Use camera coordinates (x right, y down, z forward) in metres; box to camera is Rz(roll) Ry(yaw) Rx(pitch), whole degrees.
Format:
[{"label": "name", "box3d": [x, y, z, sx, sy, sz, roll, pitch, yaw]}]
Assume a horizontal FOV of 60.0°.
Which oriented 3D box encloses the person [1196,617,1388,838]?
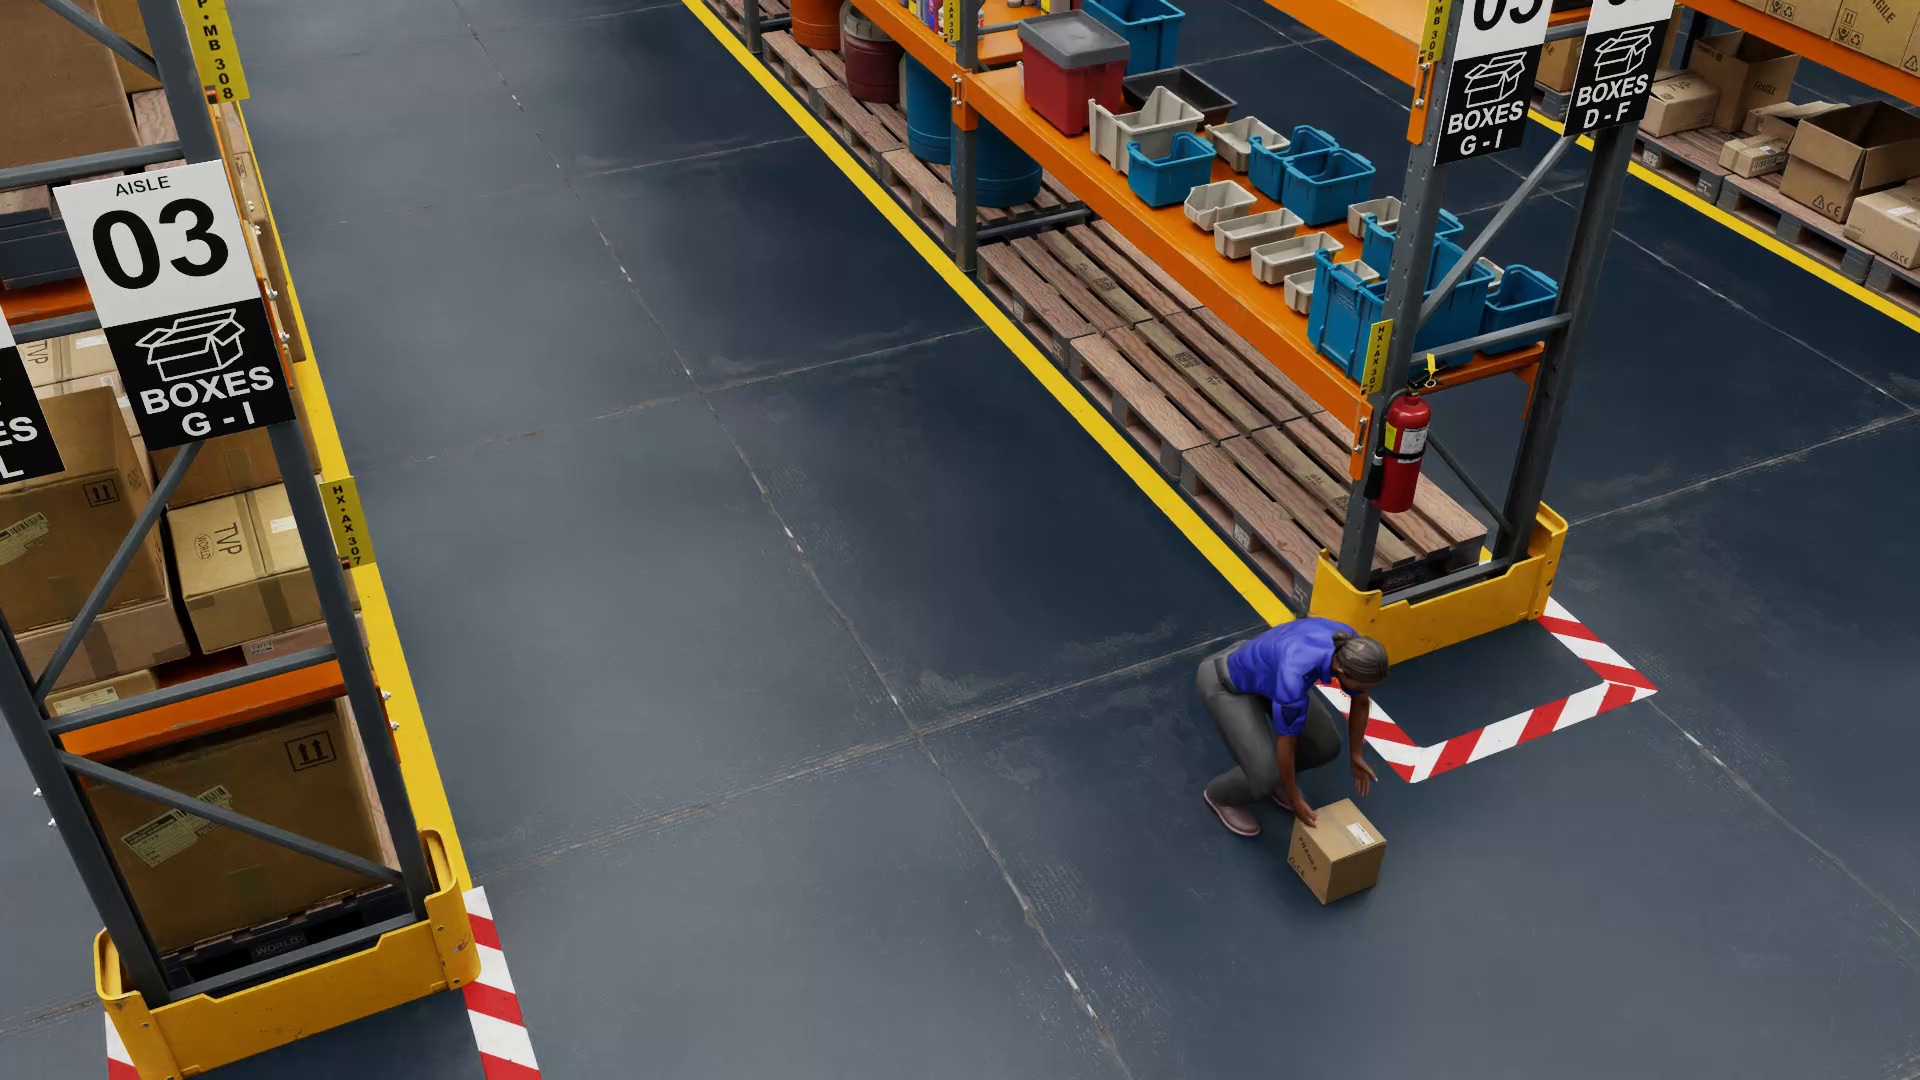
[{"label": "person", "box3d": [1.276, 0.671, 6.442, 0.498, 1.106, 0.749, -23, 43, -27]}]
